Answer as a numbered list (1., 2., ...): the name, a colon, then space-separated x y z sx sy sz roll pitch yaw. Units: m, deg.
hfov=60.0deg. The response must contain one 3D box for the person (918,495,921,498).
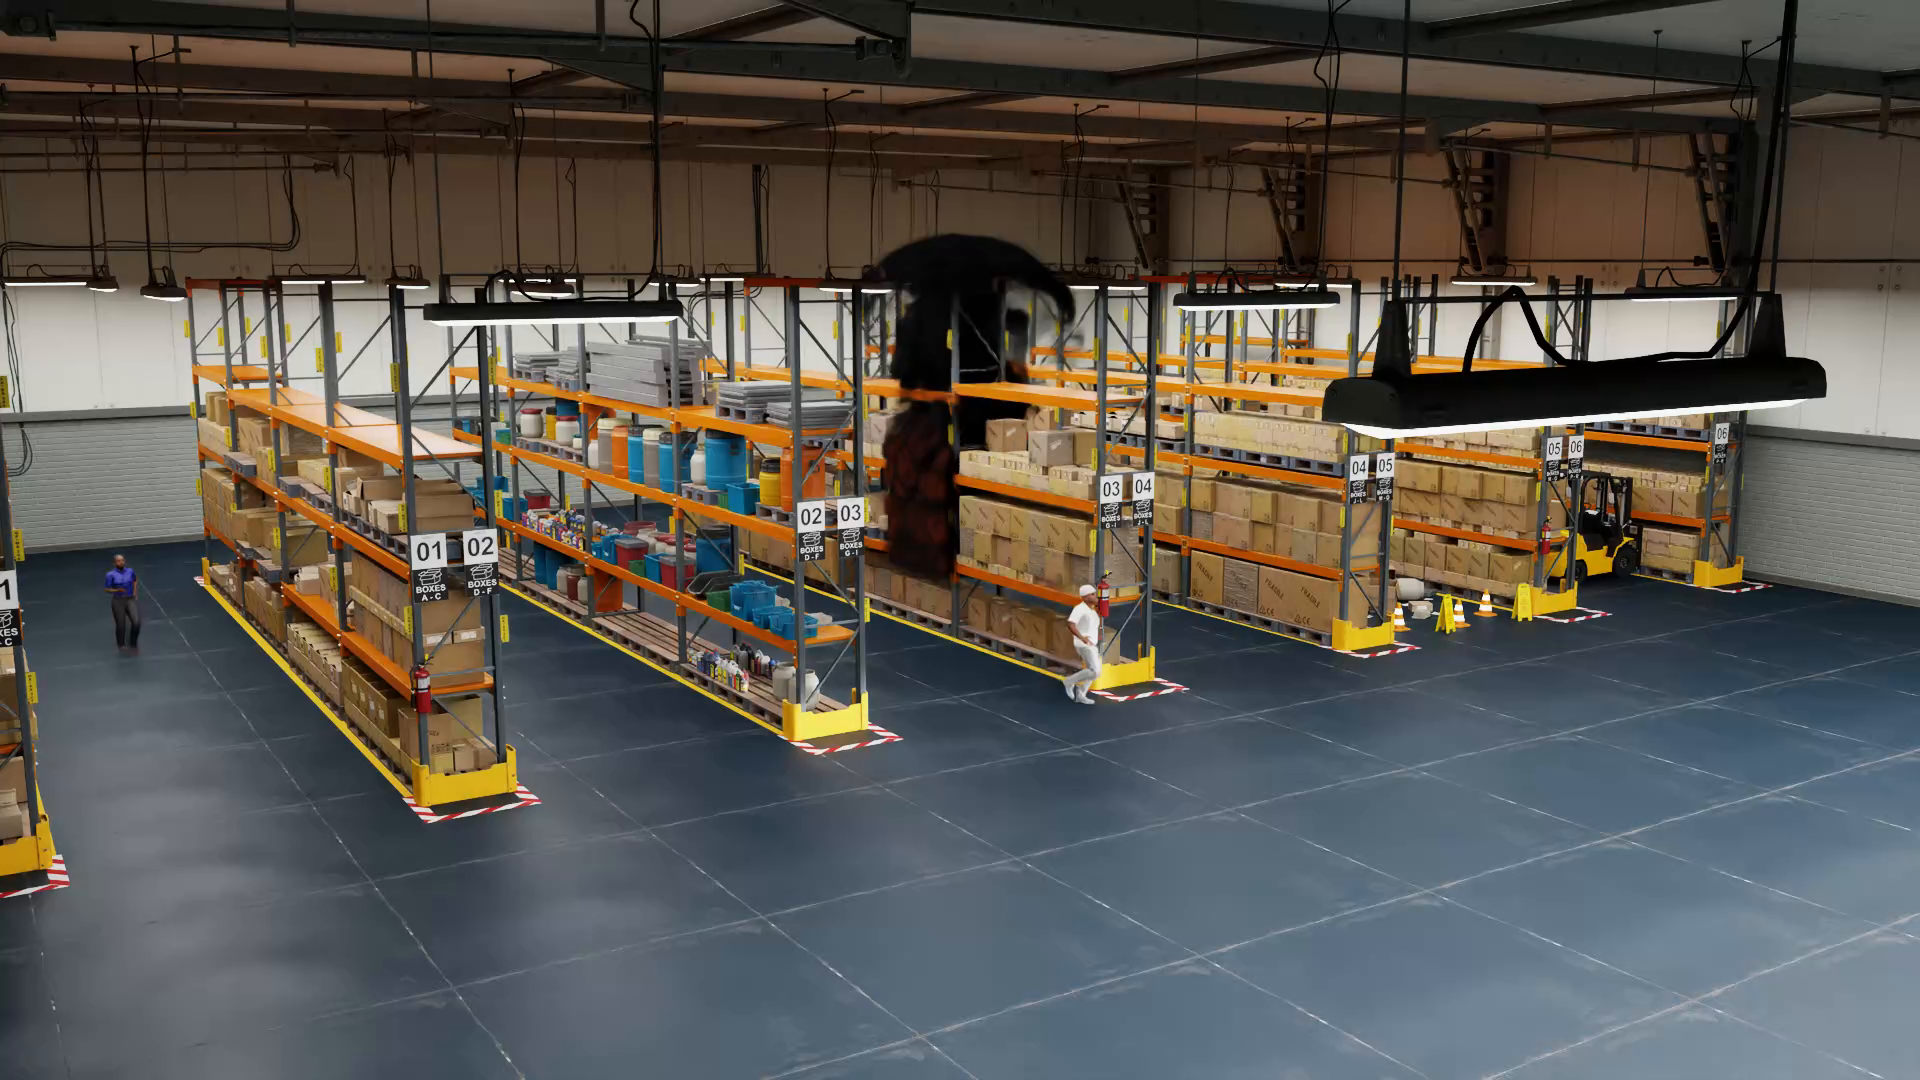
1. person: -0.756 -0.415 35.836 0.564 1.577 0.578 -6 11 -31

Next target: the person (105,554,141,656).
1. person: -13.465 1.059 26.815 0.559 1.684 0.677 -9 13 -41

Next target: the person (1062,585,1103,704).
1. person: 1.801 1.495 23.980 0.549 1.719 0.735 4 10 21
